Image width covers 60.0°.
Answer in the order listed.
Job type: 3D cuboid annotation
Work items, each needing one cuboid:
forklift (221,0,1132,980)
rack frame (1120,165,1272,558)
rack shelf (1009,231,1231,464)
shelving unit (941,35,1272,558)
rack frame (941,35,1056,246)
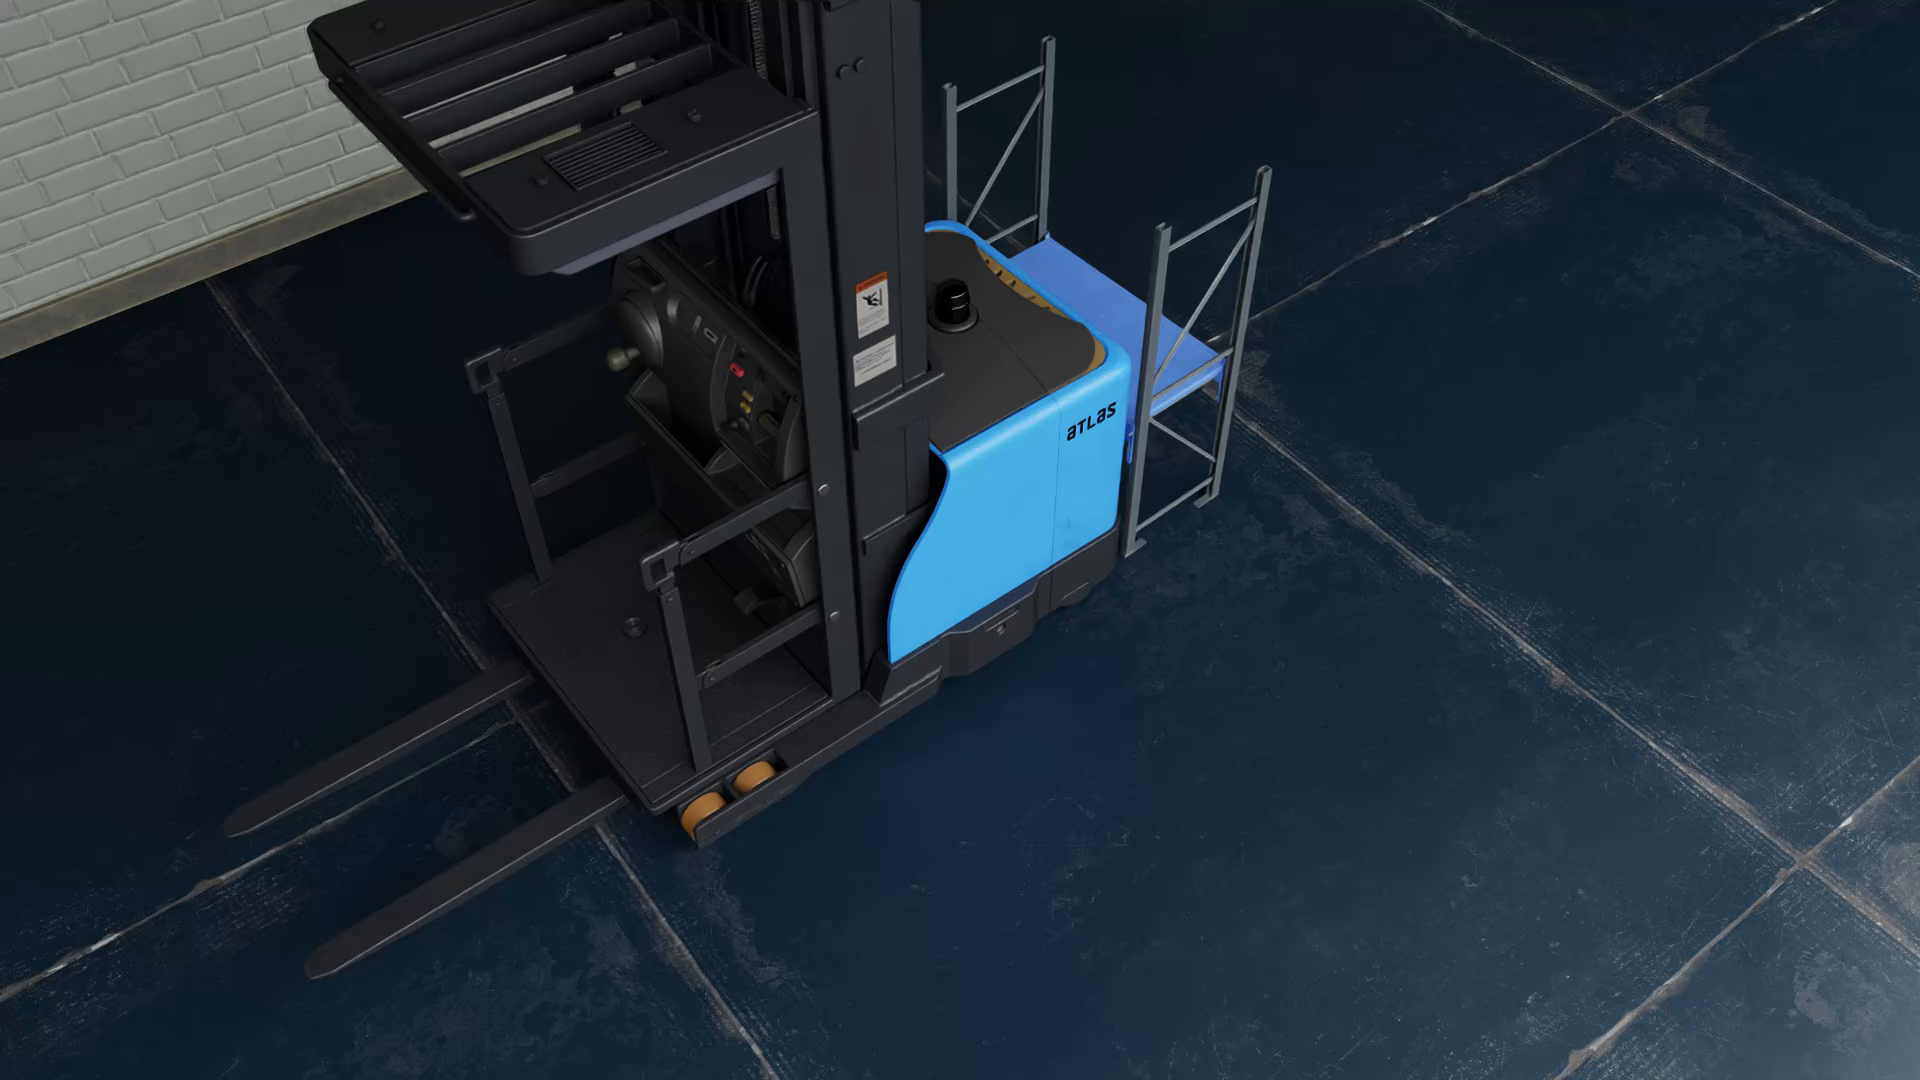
[{"bbox_3d":[-0.898,-0.456,4.685,3.031,2.935,1.130,-30,55,-25],"label":"forklift"},{"bbox_3d":[0.797,-0.566,5.751,0.500,1.500,0.032,-32,55,-26],"label":"rack frame"},{"bbox_3d":[0.466,-0.732,6.144,0.538,0.185,1.000,-32,55,-26],"label":"rack shelf"},{"bbox_3d":[0.466,-0.852,6.010,0.538,1.500,1.048,-32,55,-26],"label":"shelving unit"},{"bbox_3d":[0.136,-1.139,6.270,0.500,1.500,0.032,-32,55,-26],"label":"rack frame"}]
